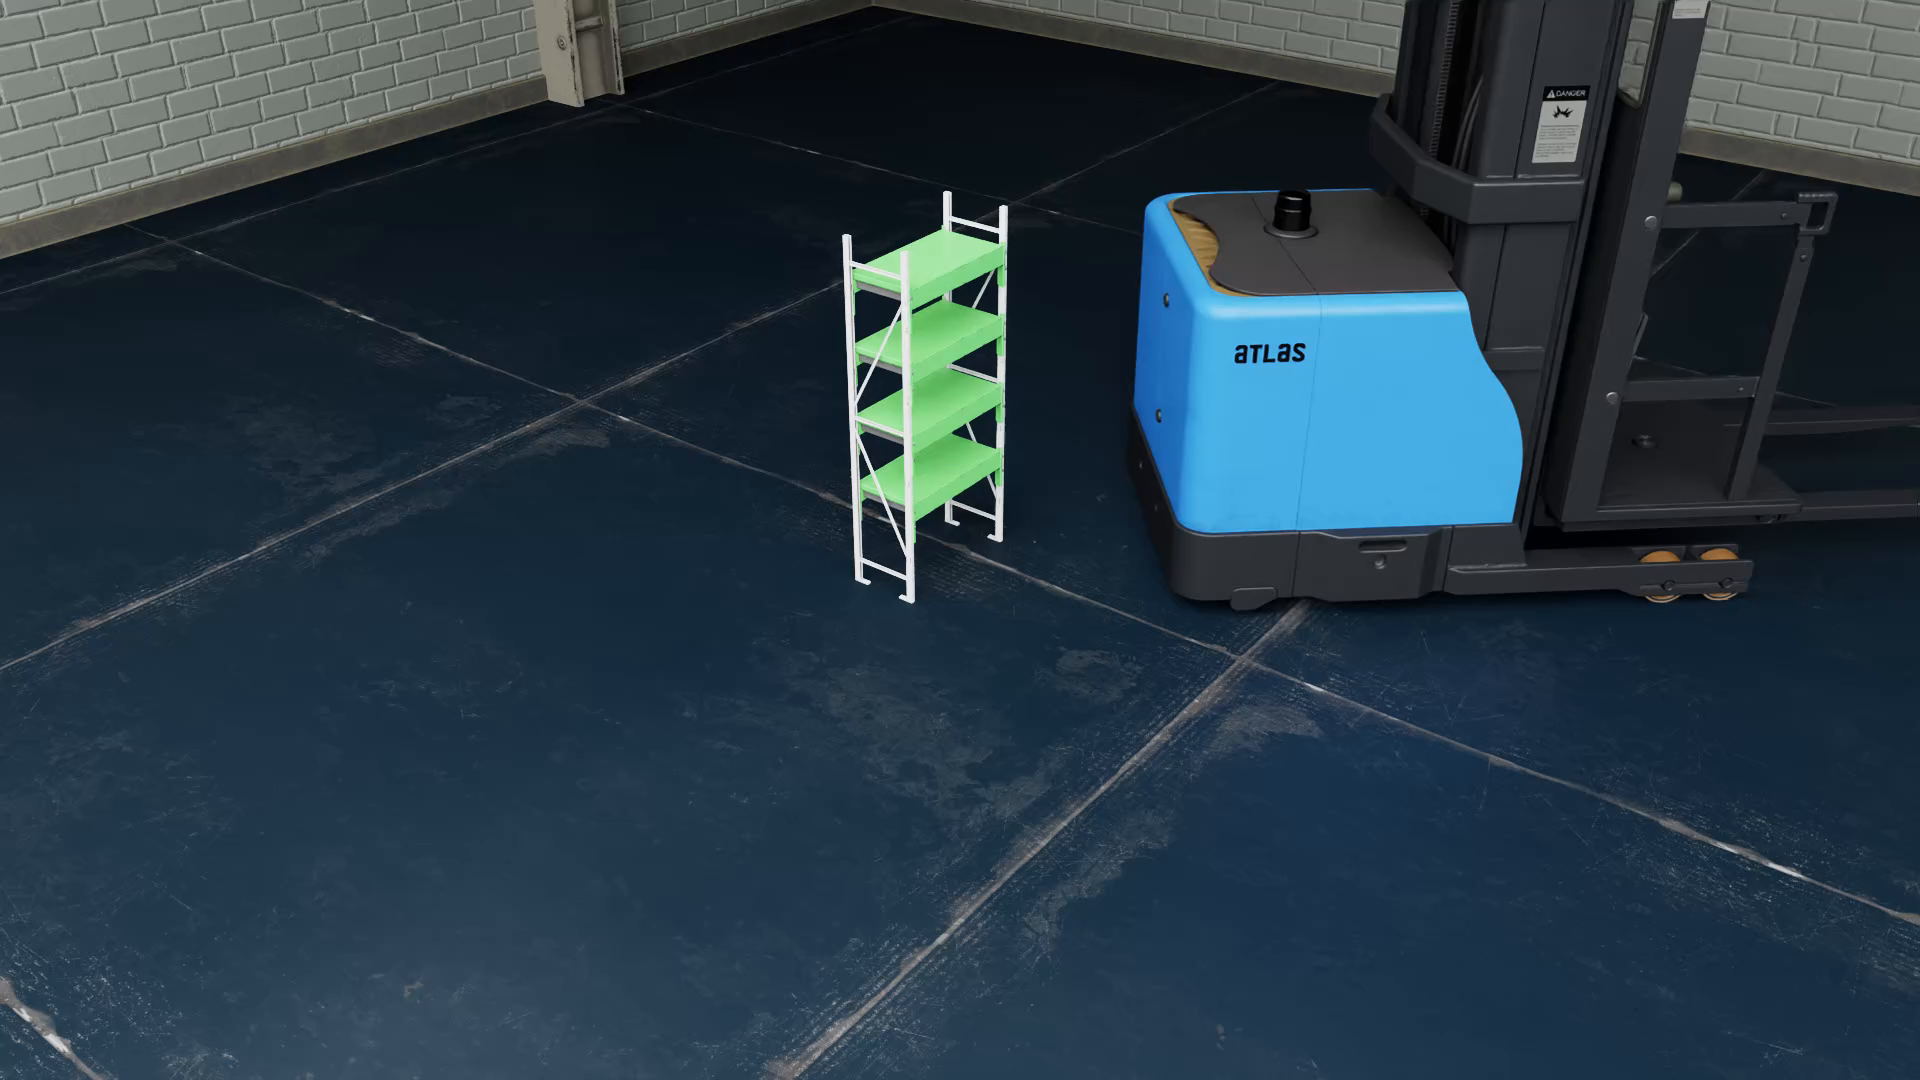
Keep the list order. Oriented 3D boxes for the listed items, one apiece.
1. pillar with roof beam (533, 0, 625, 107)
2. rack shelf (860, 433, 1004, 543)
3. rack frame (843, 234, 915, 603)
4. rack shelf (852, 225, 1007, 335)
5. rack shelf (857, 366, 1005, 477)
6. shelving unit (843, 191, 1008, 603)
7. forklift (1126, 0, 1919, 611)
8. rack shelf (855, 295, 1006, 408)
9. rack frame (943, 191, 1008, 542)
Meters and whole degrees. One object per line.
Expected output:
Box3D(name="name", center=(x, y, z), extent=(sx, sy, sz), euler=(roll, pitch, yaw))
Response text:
Box3D(name="pillar with roof beam", center=(1.075, -5.342, 5.937), extent=(9.100, 9.000, 0.400), euler=(21, 37, 31))
Box3D(name="rack shelf", center=(-0.100, -0.187, 5.485), extent=(0.258, 0.148, 0.480), euler=(21, 37, 31))
Box3D(name="rack frame", center=(-0.247, -0.350, 5.163), extent=(0.240, 1.200, 0.015), euler=(21, 37, 31))
Box3D(name="rack shelf", center=(-0.100, -0.807, 5.118), extent=(0.258, 0.148, 0.480), euler=(21, 37, 31))
Box3D(name="rack shelf", center=(-0.100, -0.394, 5.363), extent=(0.258, 0.148, 0.480), euler=(21, 37, 31))
Box3D(name="shelving unit", center=(-0.100, -0.449, 5.331), extent=(0.258, 1.200, 0.503), euler=(21, 37, 31))
Box3D(name="forklift", center=(2.152, -1.325, 5.111), extent=(3.031, 2.935, 1.130), euler=(-2, 31, -4))
Box3D(name="rack shelf", center=(-0.100, -0.600, 5.241), extent=(0.258, 0.148, 0.480), euler=(21, 37, 31))
Box3D(name="rack frame", center=(0.047, -0.548, 5.498), extent=(0.240, 1.200, 0.015), euler=(21, 37, 31))
